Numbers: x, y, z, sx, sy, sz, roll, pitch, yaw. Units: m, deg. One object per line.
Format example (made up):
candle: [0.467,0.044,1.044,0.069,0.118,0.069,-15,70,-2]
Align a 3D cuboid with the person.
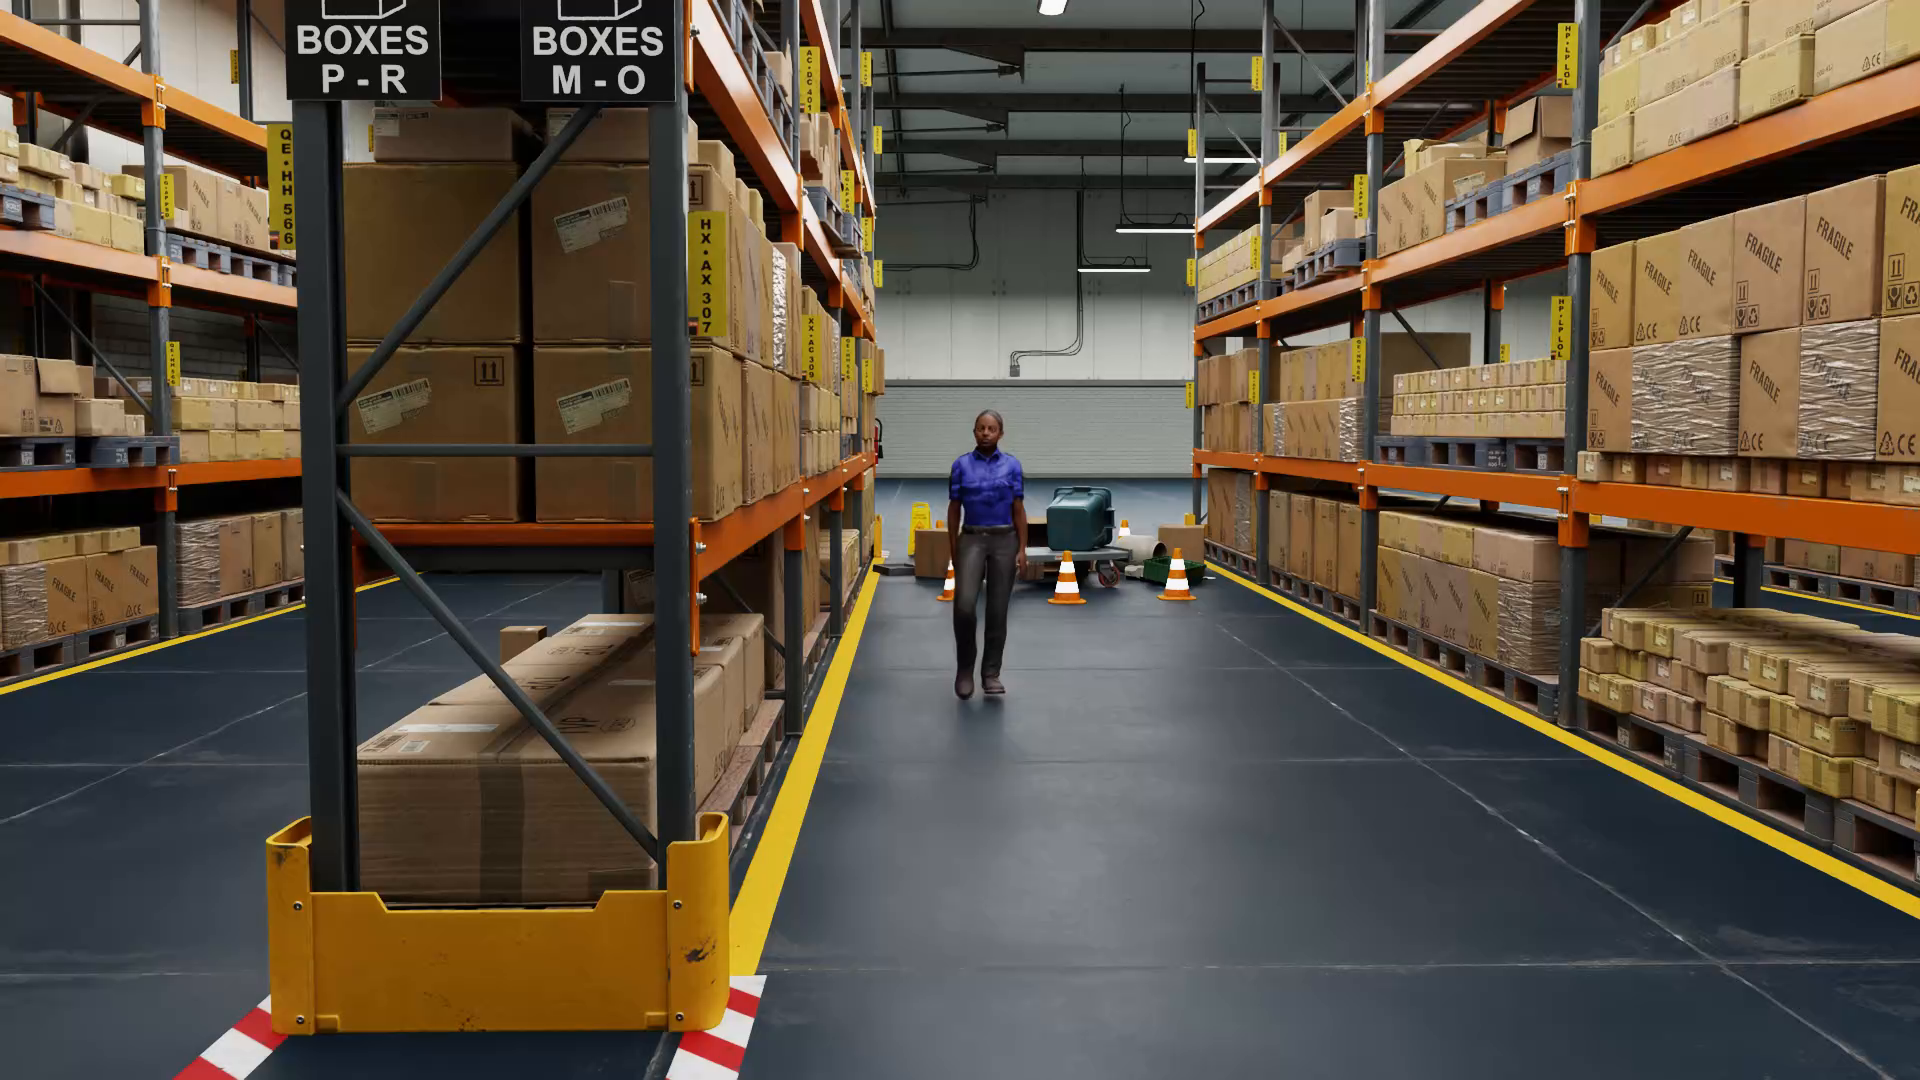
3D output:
person: [0.159,0.087,9.588,0.455,1.679,0.443,0,4,-2]
